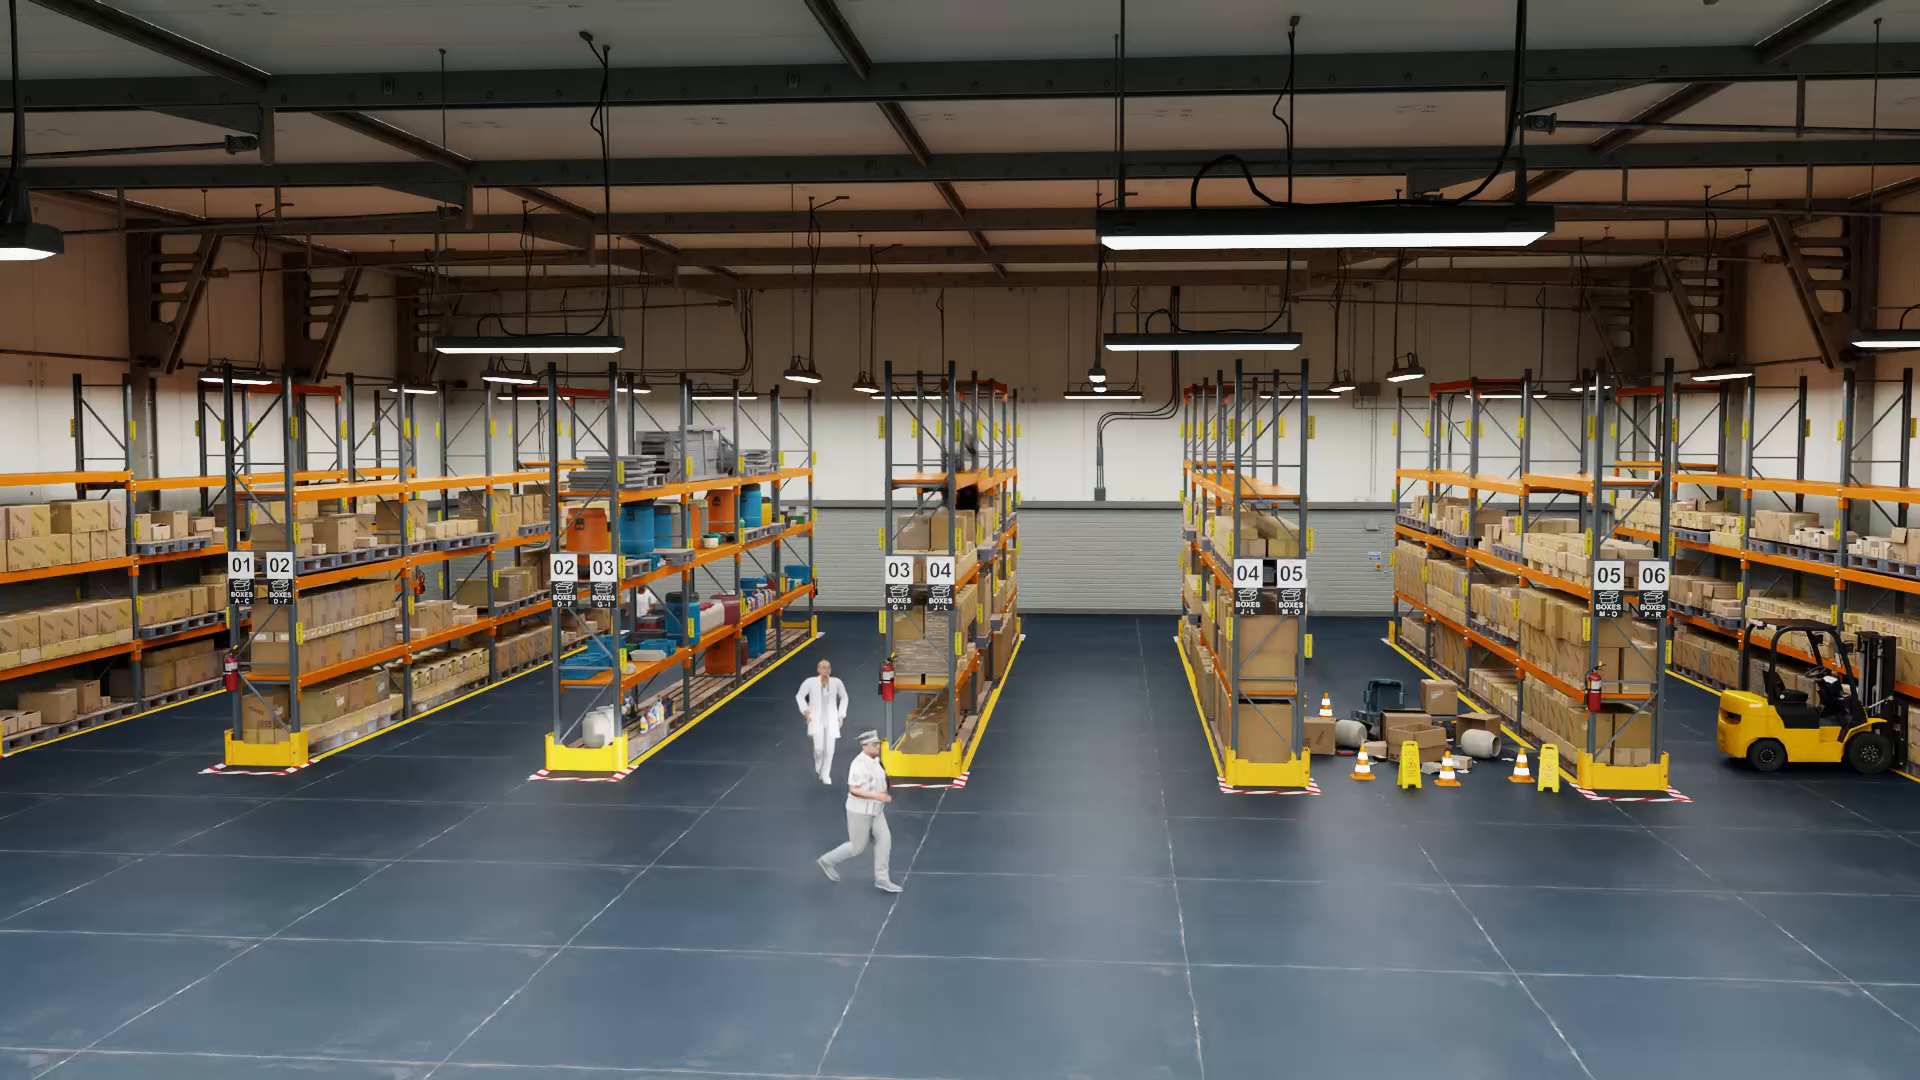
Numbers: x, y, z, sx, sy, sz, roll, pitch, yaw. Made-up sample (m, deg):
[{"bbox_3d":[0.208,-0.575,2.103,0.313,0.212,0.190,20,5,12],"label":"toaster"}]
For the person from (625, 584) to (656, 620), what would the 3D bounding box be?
[{"bbox_3d":[-7.147,1.702,37.198,0.695,1.714,0.619,0,4,-7],"label":"person"}]

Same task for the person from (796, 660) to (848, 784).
[{"bbox_3d":[-1.942,2.586,23.680,0.745,1.743,0.513,-1,4,-11],"label":"person"}]

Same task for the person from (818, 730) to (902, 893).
[{"bbox_3d":[-1.076,2.934,18.093,0.943,1.762,0.647,2,4,23],"label":"person"}]
